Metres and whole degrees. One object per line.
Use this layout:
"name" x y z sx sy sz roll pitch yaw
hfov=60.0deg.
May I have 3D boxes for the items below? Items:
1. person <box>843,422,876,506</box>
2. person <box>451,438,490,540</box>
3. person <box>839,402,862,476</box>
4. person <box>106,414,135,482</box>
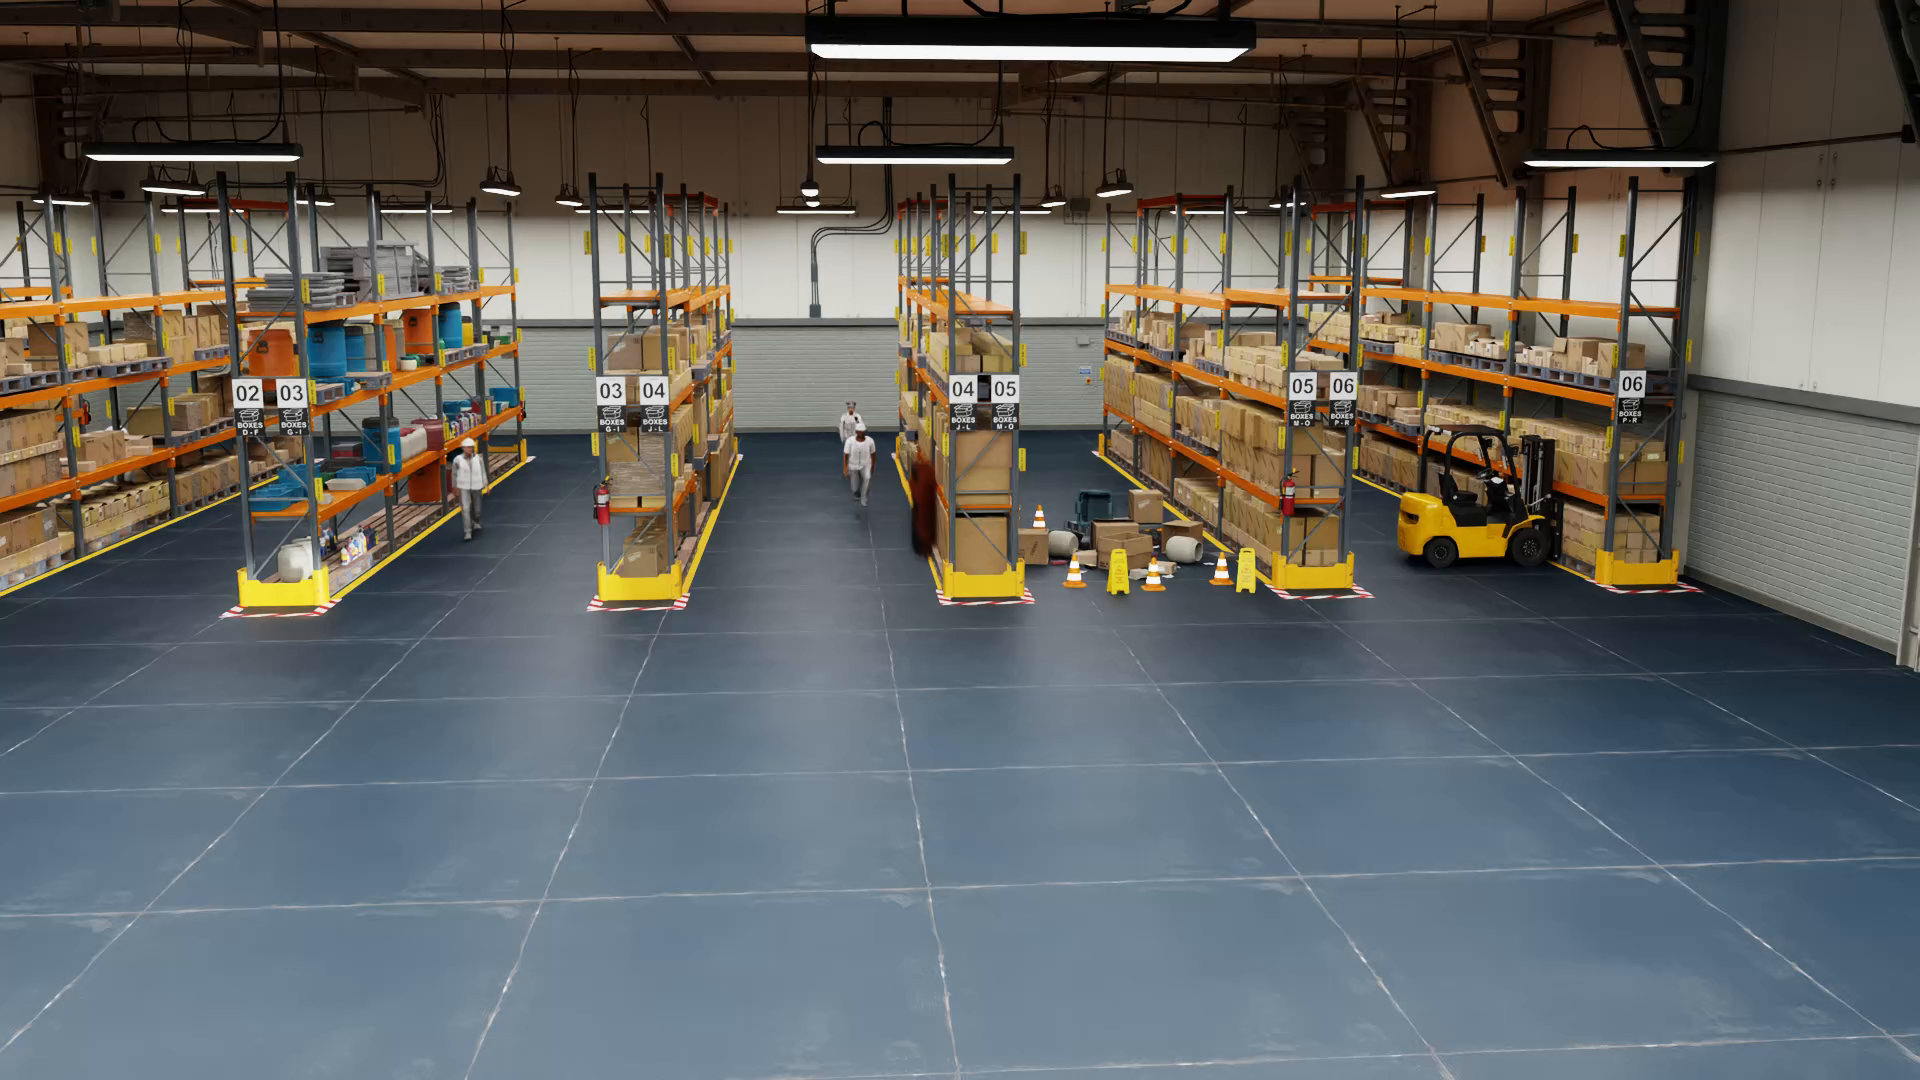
"person" -1.867 -1.426 30.799 0.596 1.521 1.070 0 10 -1
"person" -8.491 -0.918 28.836 0.619 1.732 1.031 -4 11 -19
"person" -2.387 -2.259 36.727 0.529 1.606 1.015 -1 10 -7
"person" -17.056 -1.717 33.694 0.543 1.656 0.506 3 11 19
